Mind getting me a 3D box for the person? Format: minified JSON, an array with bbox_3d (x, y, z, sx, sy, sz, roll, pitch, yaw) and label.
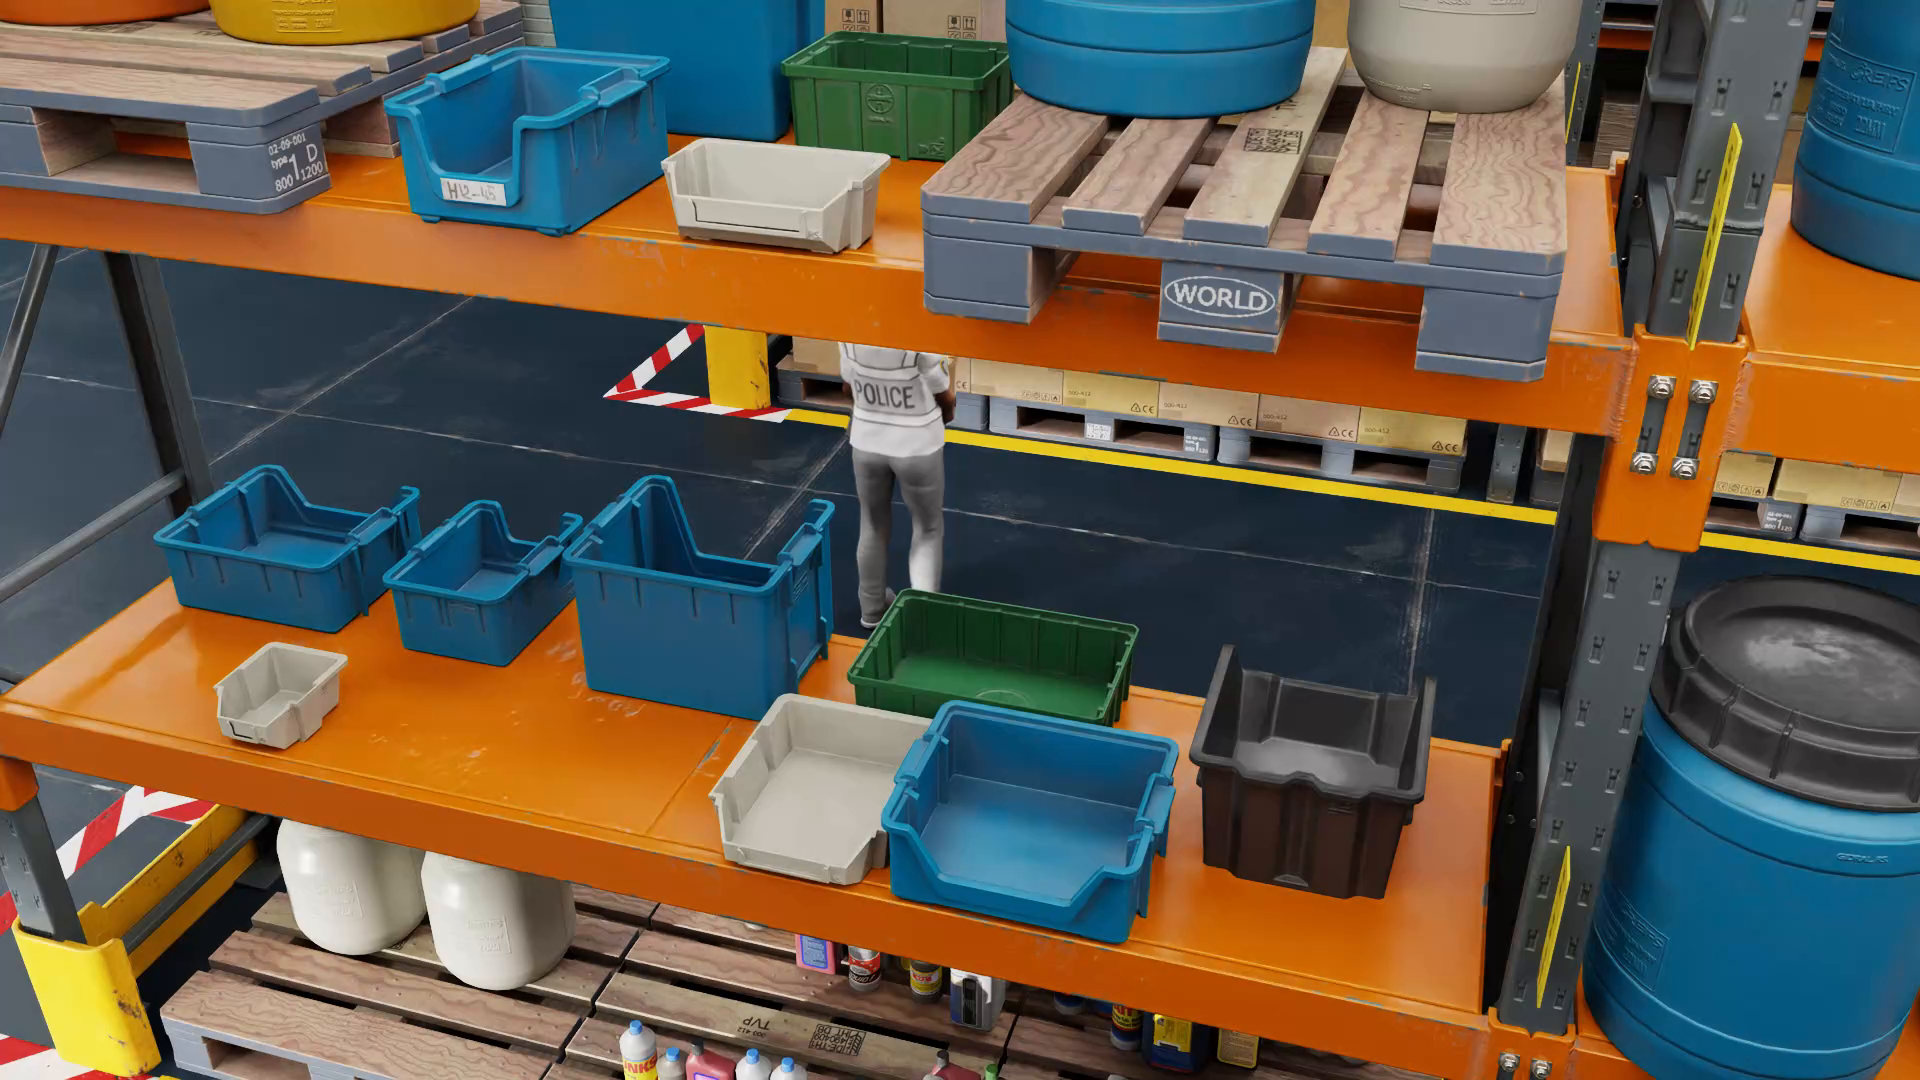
[{"bbox_3d":[-0.234,-0.416,6.836,0.464,1.688,0.508,8,30,15],"label":"person"}]
